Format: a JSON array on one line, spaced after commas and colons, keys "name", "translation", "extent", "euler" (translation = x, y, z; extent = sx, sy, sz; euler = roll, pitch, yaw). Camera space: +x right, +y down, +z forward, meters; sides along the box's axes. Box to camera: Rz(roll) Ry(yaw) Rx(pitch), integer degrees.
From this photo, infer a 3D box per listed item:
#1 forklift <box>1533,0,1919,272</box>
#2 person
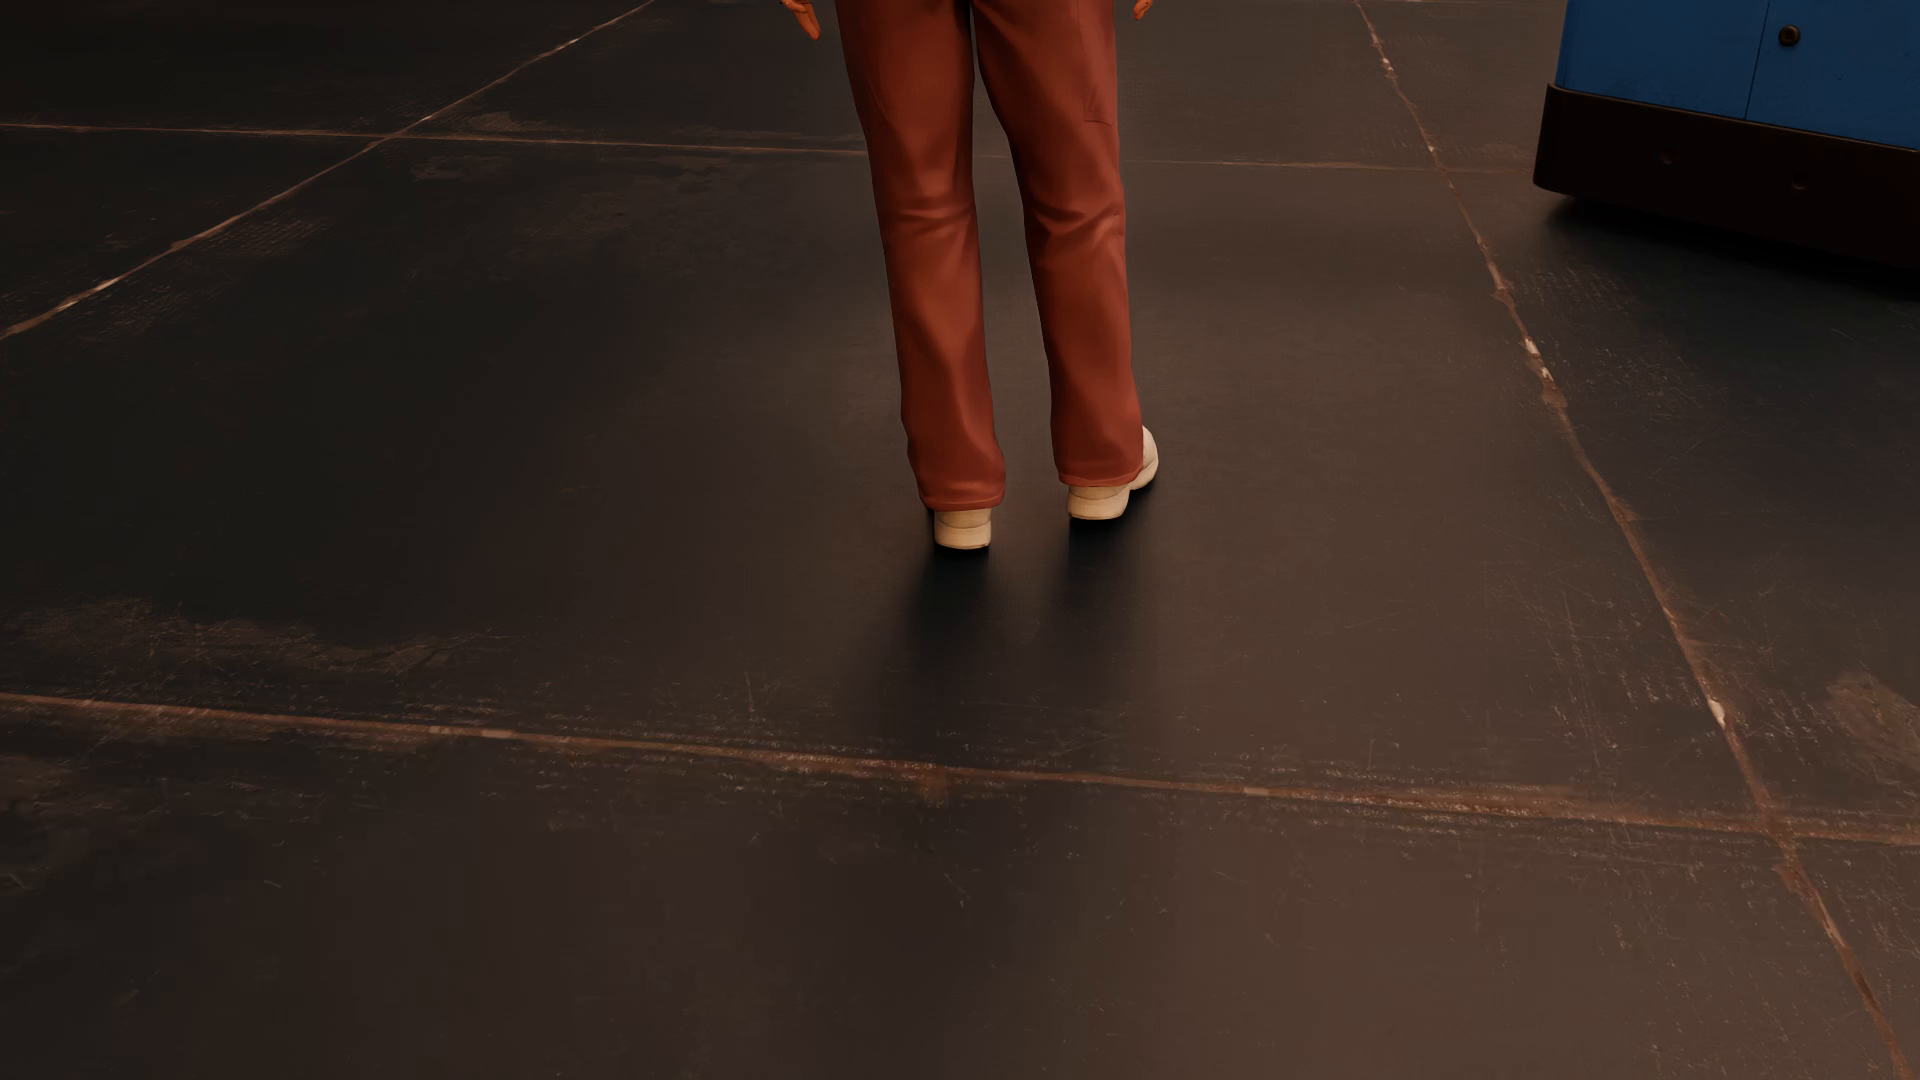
[{"name": "forklift", "translation": [2.862, -2.387, 4.002], "extent": [3.031, 2.935, 1.130], "euler": [-21, 33, -36]}, {"name": "person", "translation": [0.023, -0.795, 2.201], "extent": [0.555, 1.675, 0.517], "euler": [3, 27, 7]}]
